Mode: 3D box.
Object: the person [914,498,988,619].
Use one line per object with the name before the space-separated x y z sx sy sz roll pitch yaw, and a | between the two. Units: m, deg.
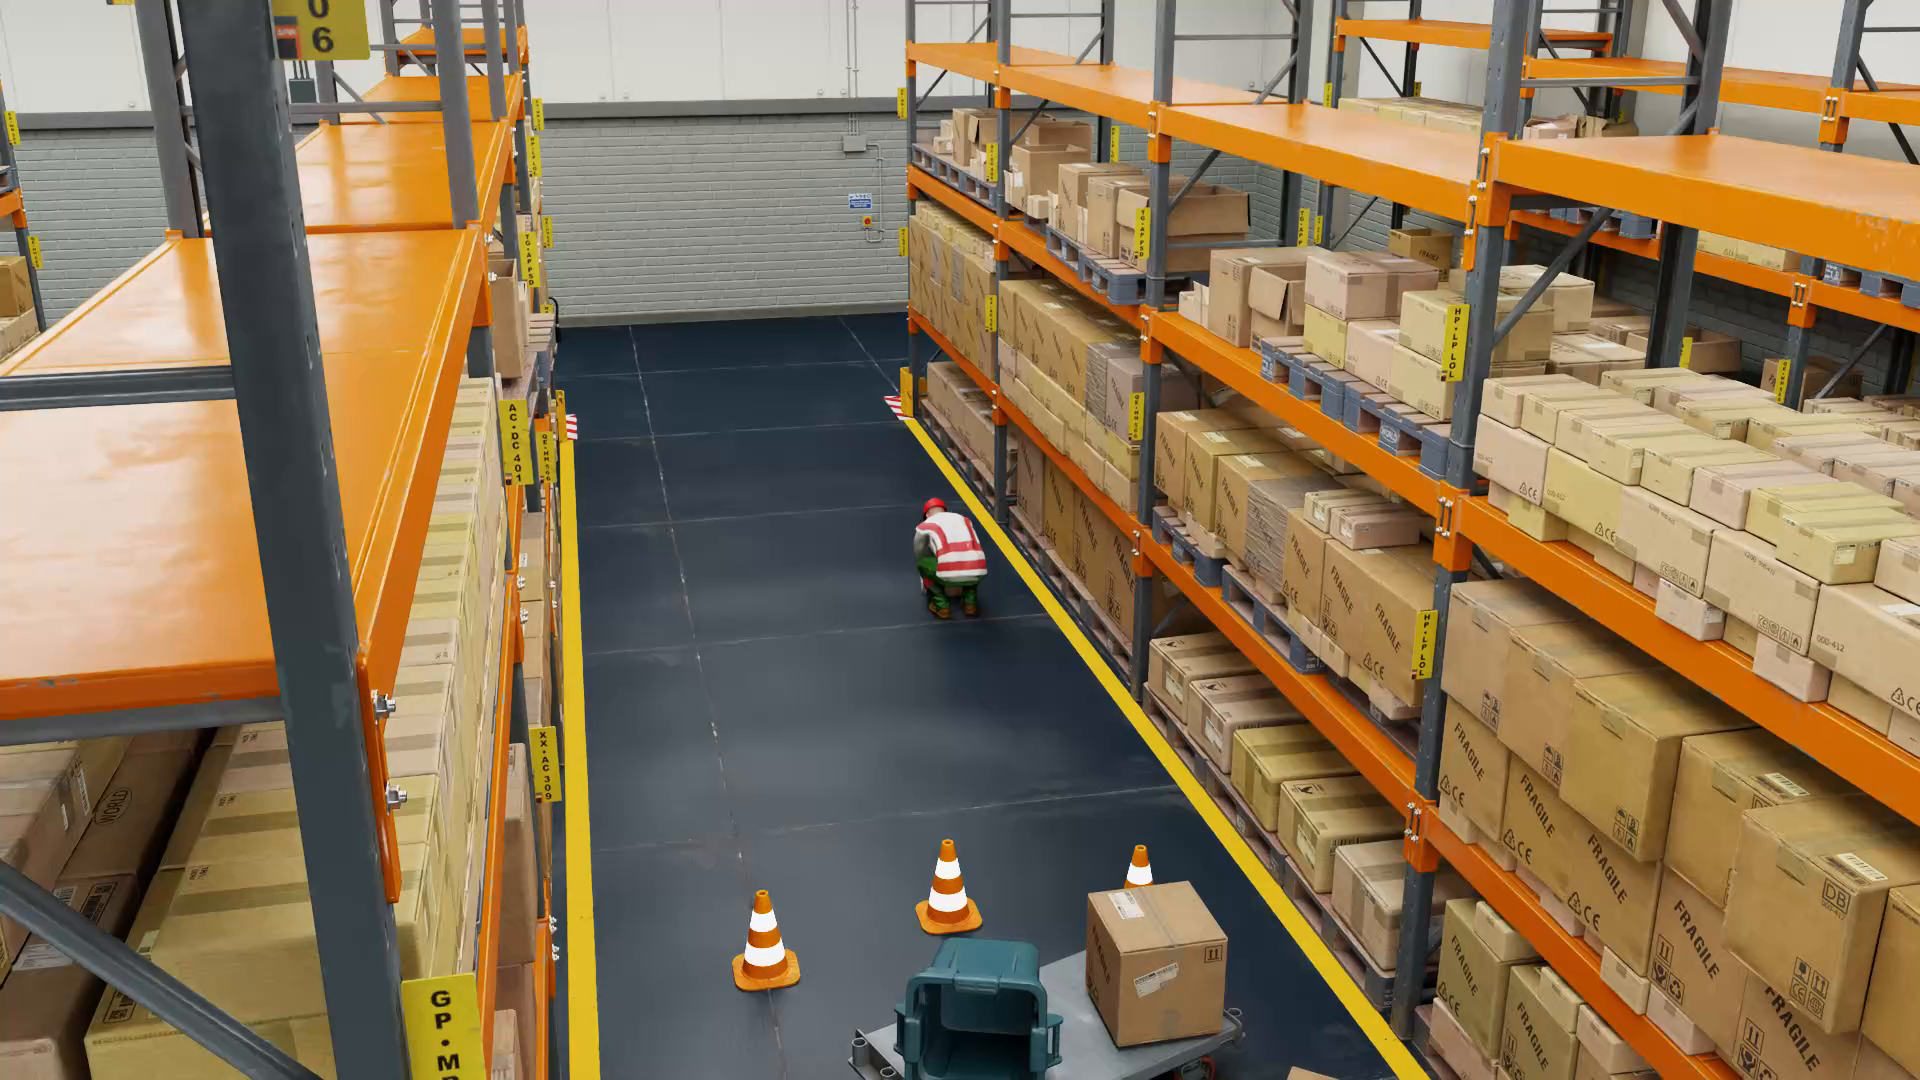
person | -0.081 0.182 13.420 0.542 0.874 0.910 -5 20 -13
